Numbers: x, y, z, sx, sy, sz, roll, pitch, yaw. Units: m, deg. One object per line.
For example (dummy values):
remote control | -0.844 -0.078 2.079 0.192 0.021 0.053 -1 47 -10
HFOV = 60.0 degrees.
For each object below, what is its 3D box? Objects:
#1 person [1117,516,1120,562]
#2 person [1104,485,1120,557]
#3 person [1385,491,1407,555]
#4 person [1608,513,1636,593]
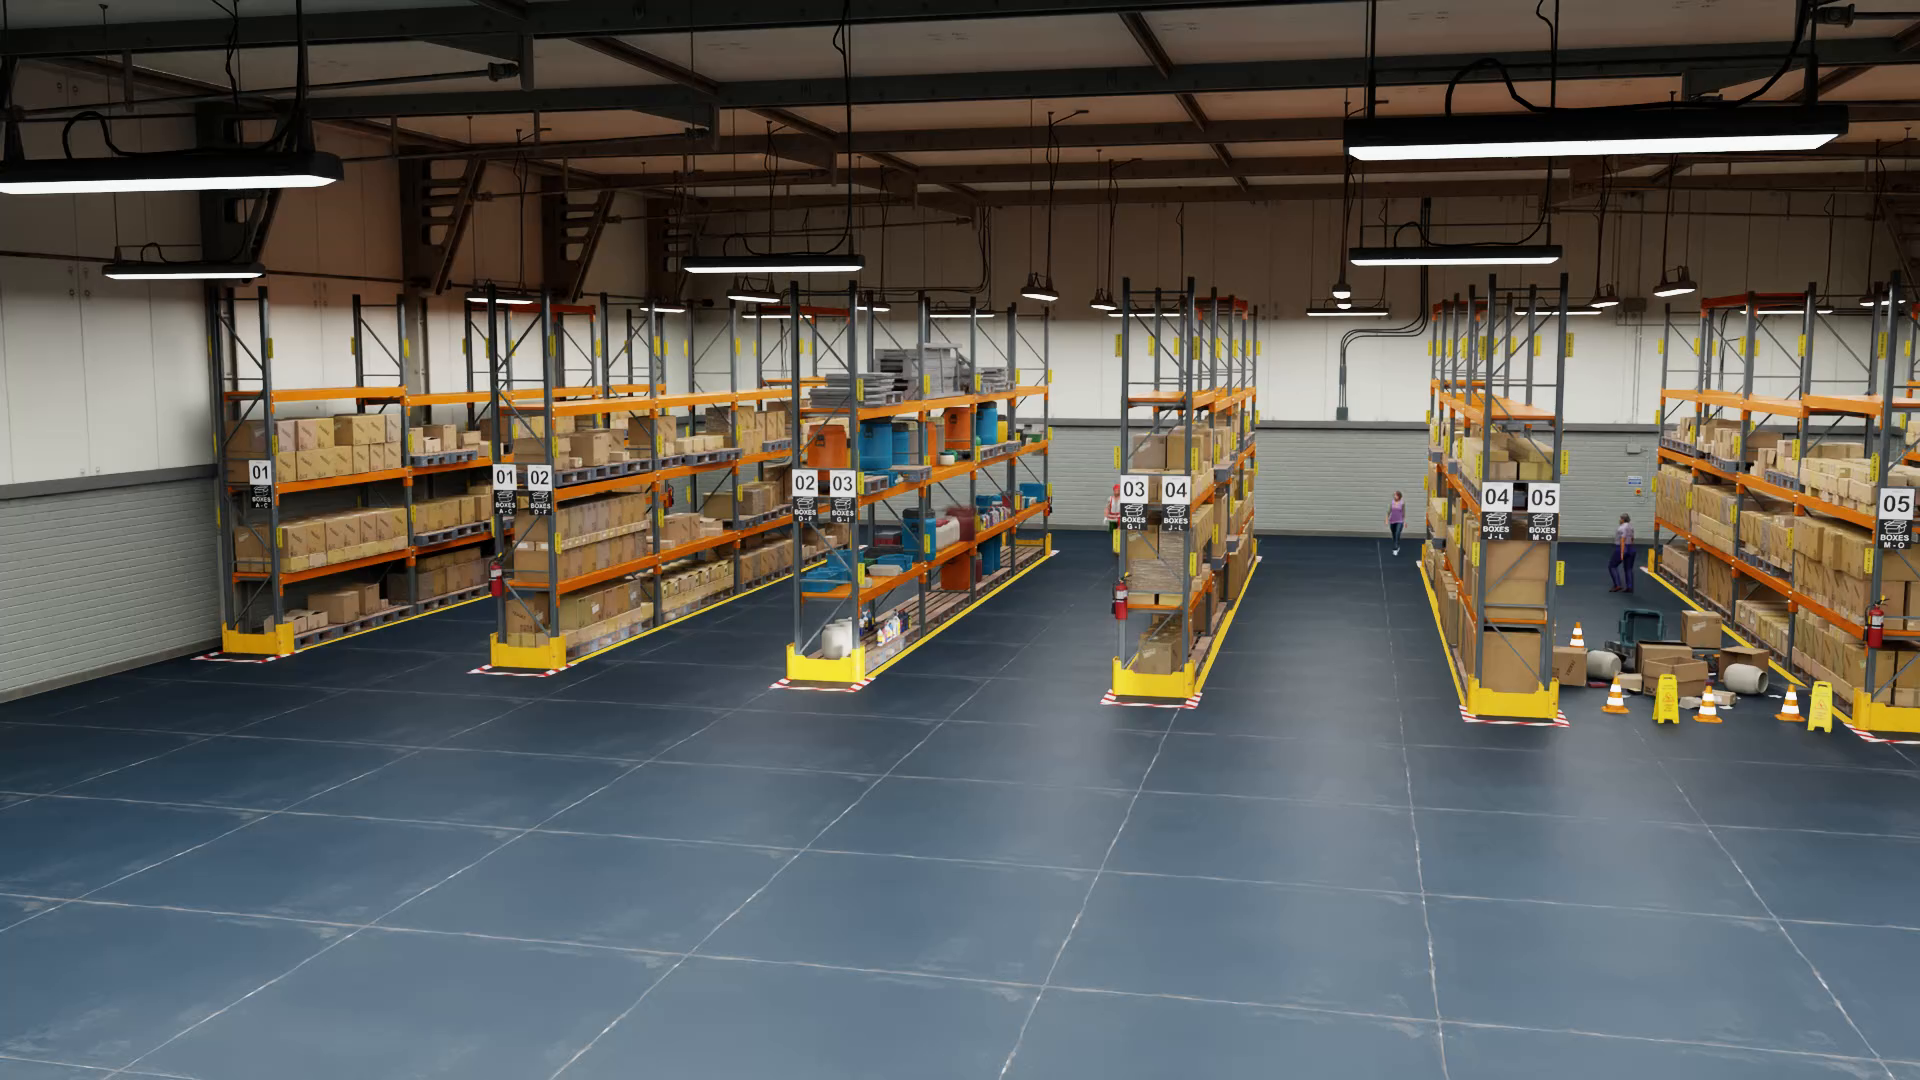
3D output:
person | 3.670 0.028 35.991 0.518 1.660 1.102 0 7 2
person | 3.767 -0.470 40.070 0.585 1.728 1.096 1 7 11
person | 10.604 -0.433 40.464 0.470 1.543 0.953 3 7 28
person | 13.634 0.330 34.068 0.482 1.557 0.516 -2 7 -20
